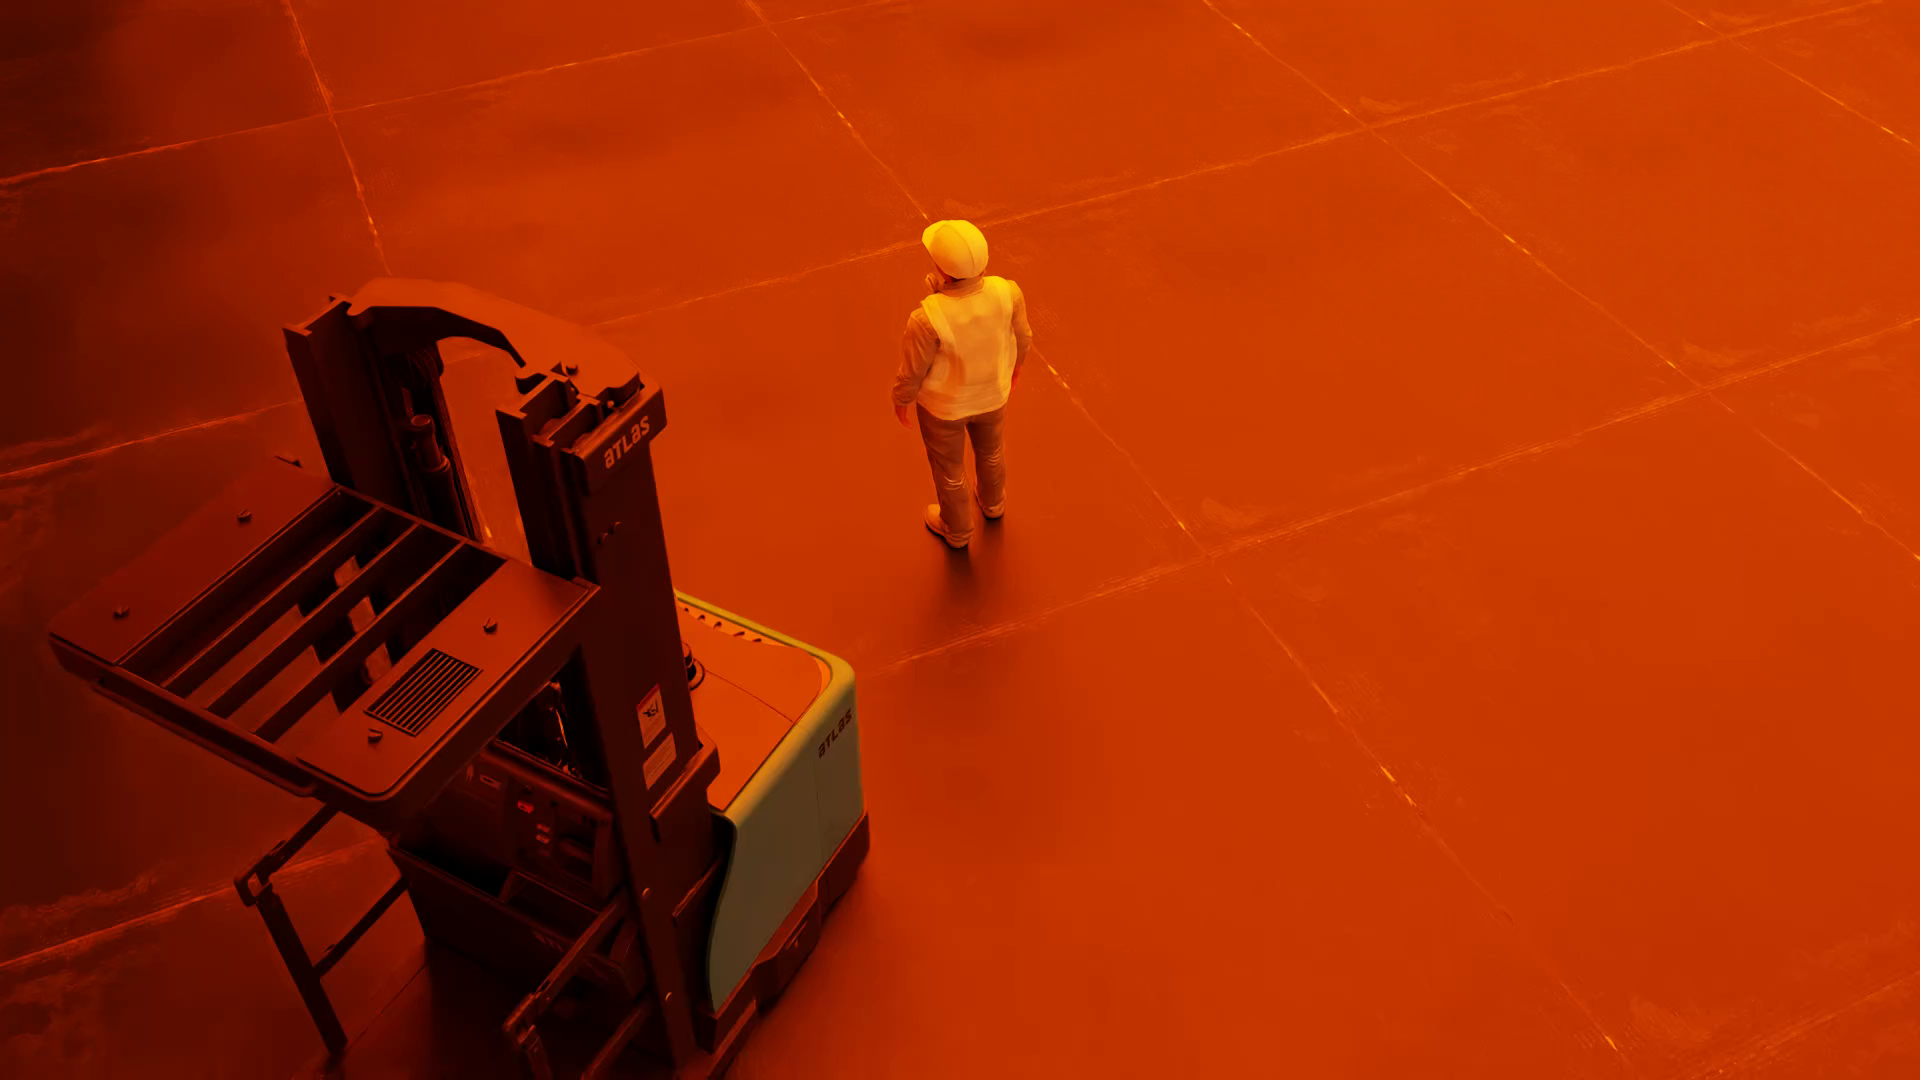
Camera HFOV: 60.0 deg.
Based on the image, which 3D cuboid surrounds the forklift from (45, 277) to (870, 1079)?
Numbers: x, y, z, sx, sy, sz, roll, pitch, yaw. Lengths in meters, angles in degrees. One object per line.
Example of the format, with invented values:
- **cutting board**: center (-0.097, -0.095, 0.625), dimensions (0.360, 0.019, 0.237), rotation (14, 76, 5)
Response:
- **forklift**: center (-1.498, 0.870, 4.748), dimensions (1.130, 2.935, 3.031), rotation (20, 47, 21)

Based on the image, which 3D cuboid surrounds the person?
- **person**: center (-0.020, -0.695, 7.262), dimensions (0.634, 1.775, 0.566), rotation (-18, 46, -18)
